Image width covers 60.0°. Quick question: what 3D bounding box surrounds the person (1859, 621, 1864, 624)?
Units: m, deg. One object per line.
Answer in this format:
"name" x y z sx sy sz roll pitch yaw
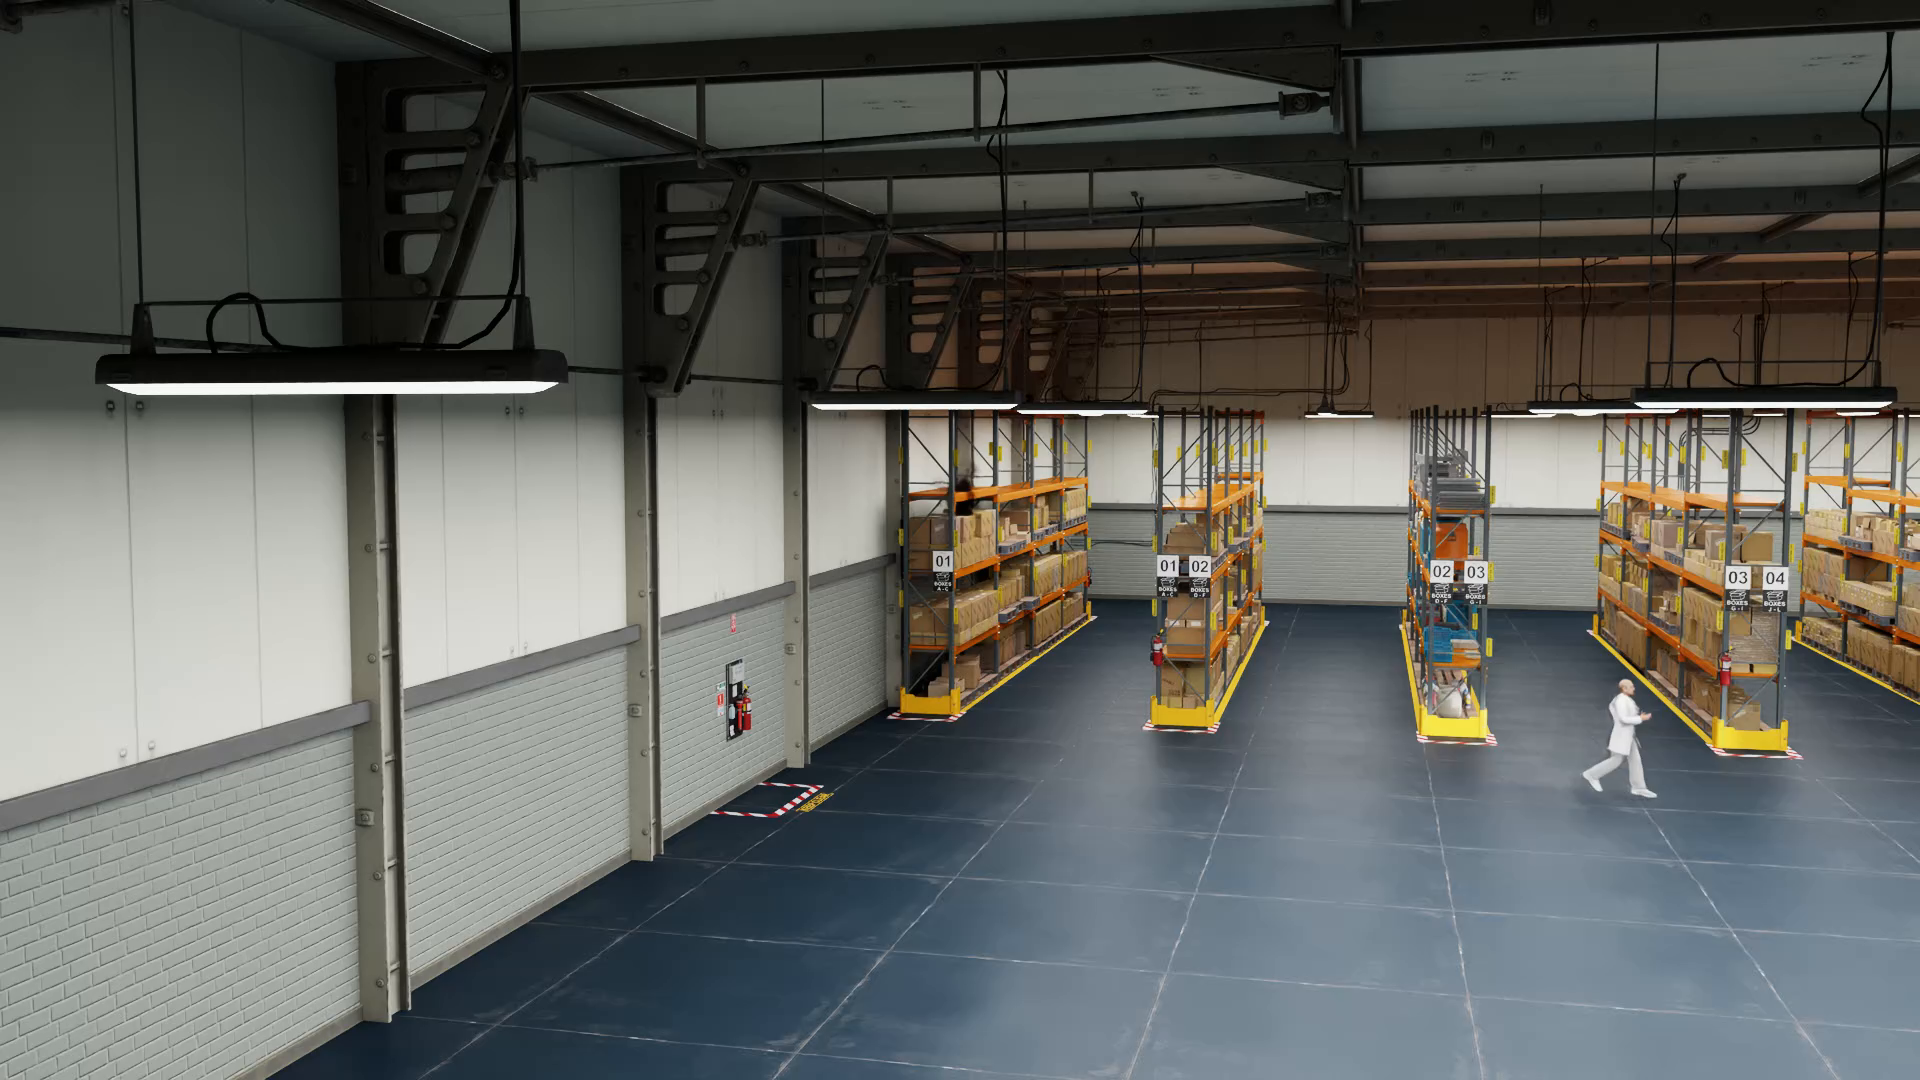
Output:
"person" 24.242 1.678 44.252 0.927 1.727 0.696 1 4 16

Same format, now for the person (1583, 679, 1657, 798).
"person" 10.045 2.989 25.253 1.060 1.764 0.703 3 5 33

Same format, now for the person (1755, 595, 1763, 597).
"person" 21.006 1.705 43.876 0.672 1.749 0.618 -3 5 -39
